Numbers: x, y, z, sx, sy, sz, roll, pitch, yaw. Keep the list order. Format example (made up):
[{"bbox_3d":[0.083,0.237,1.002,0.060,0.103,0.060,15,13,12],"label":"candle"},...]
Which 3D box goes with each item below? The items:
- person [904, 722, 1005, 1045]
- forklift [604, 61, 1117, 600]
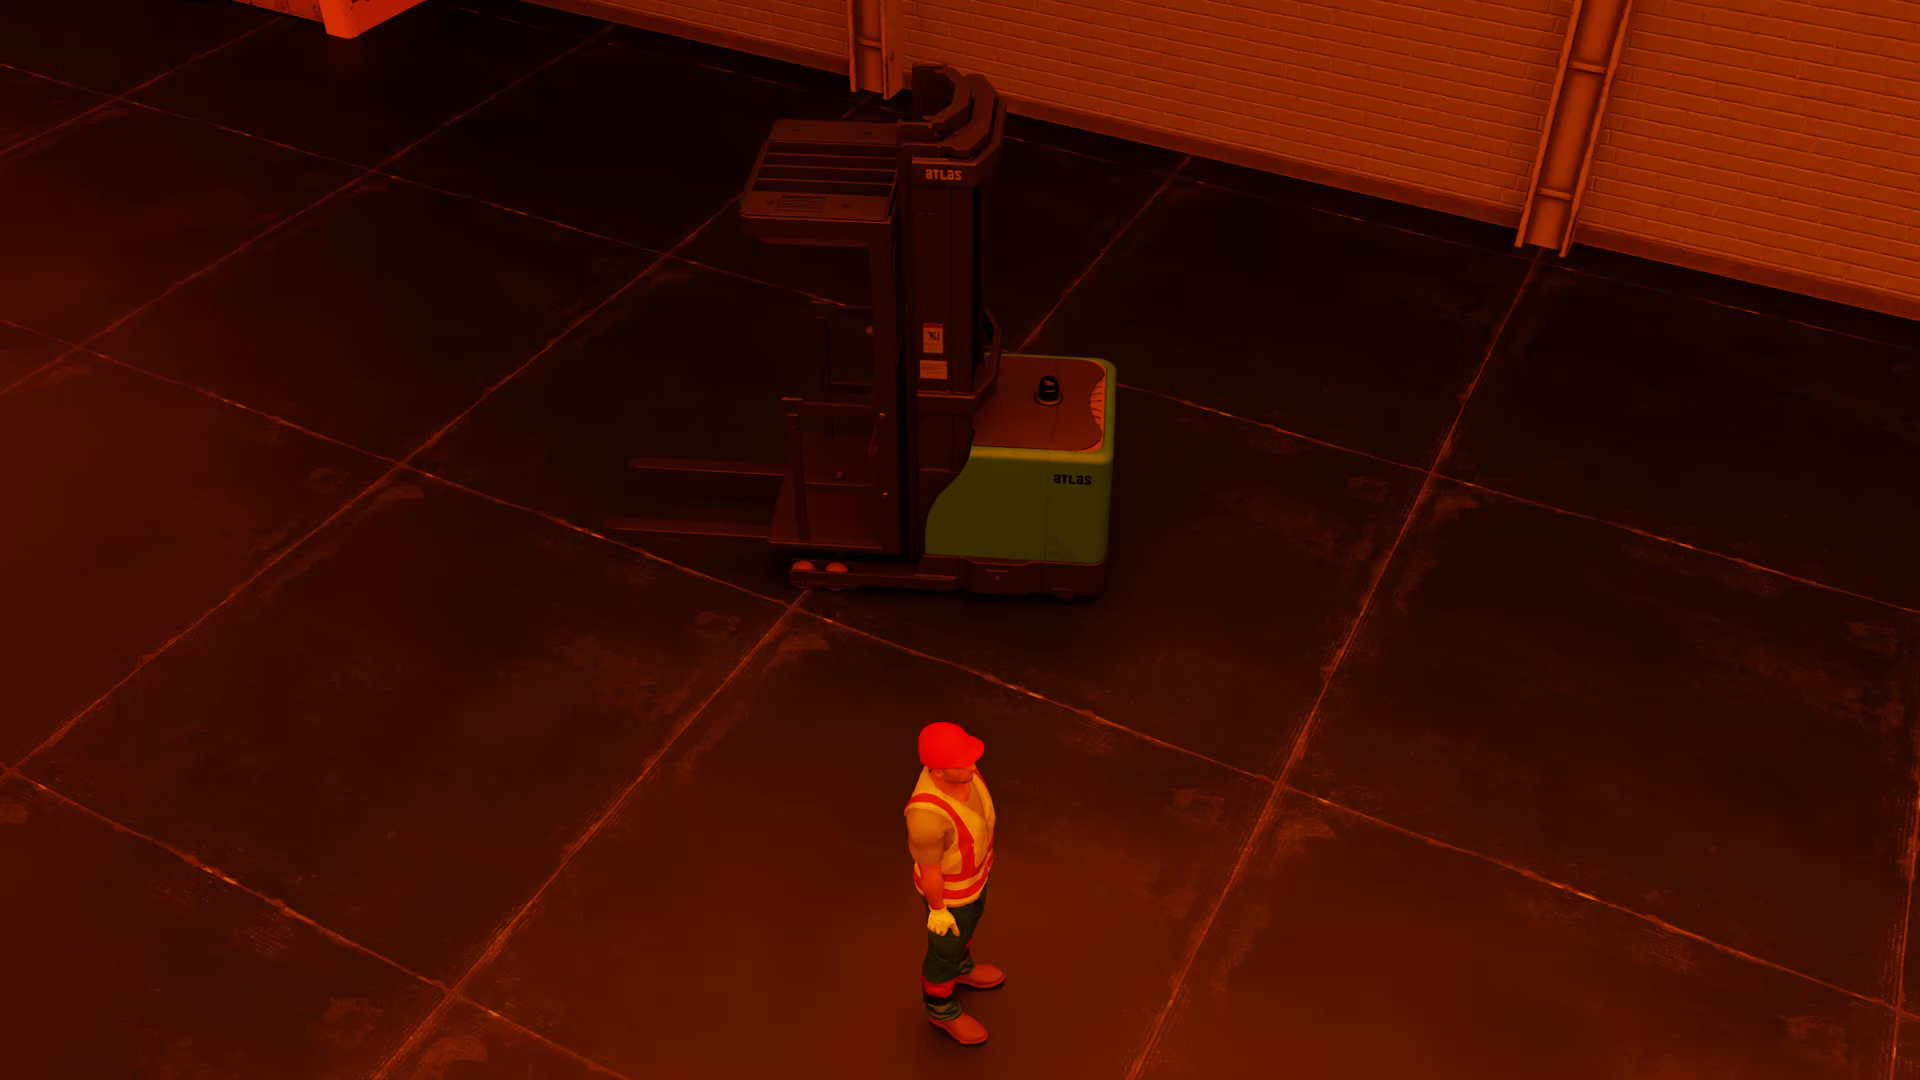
[{"bbox_3d":[-0.006,1.446,7.157,0.382,1.795,0.527,11,41,13],"label":"person"},{"bbox_3d":[-0.606,-1.157,9.360,3.031,2.935,1.130,3,40,4],"label":"forklift"}]
